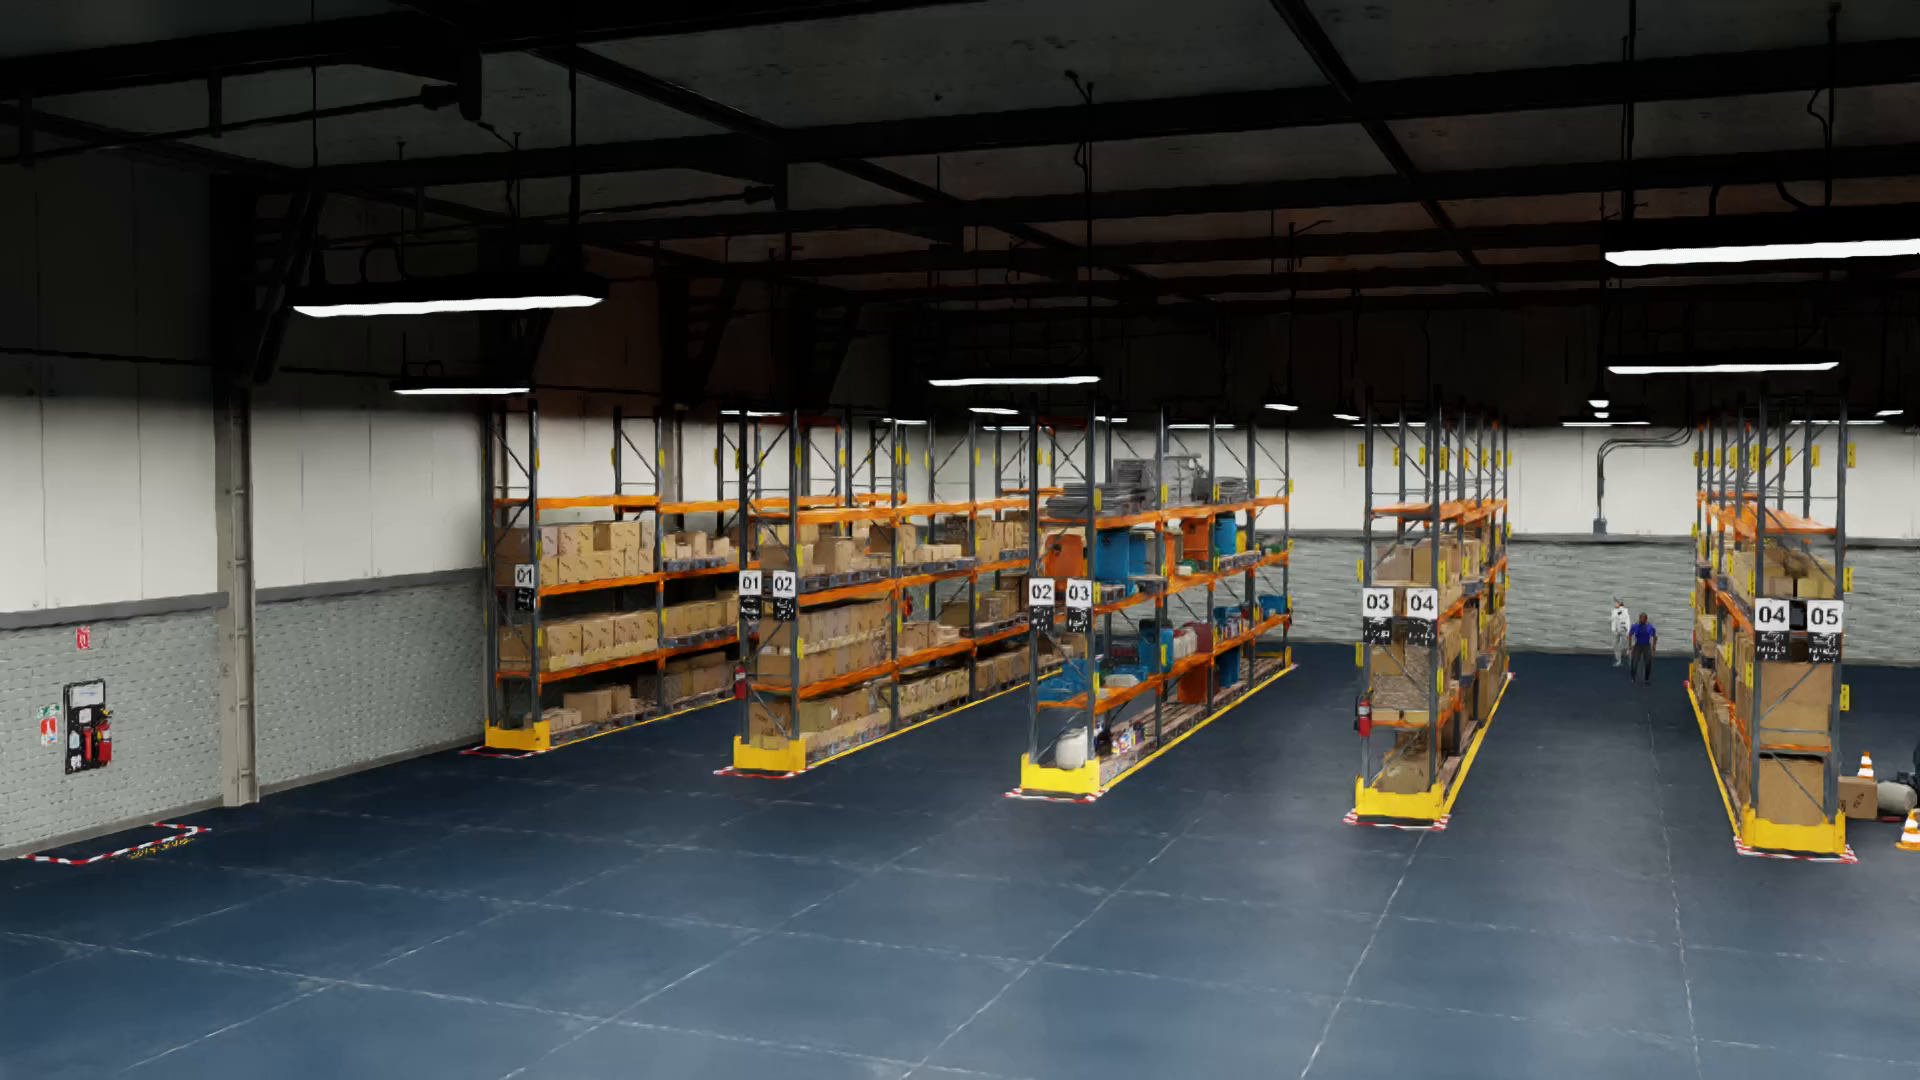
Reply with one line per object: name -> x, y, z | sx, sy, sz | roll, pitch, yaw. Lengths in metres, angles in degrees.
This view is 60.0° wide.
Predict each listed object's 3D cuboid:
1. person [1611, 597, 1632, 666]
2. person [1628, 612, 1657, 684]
person -> 15.994, 2.197, 40.153 | 0.545, 1.661, 0.516 | -2, 3, -33
person -> 15.119, 2.391, 36.864 | 0.592, 1.604, 0.518 | 1, 3, 21
